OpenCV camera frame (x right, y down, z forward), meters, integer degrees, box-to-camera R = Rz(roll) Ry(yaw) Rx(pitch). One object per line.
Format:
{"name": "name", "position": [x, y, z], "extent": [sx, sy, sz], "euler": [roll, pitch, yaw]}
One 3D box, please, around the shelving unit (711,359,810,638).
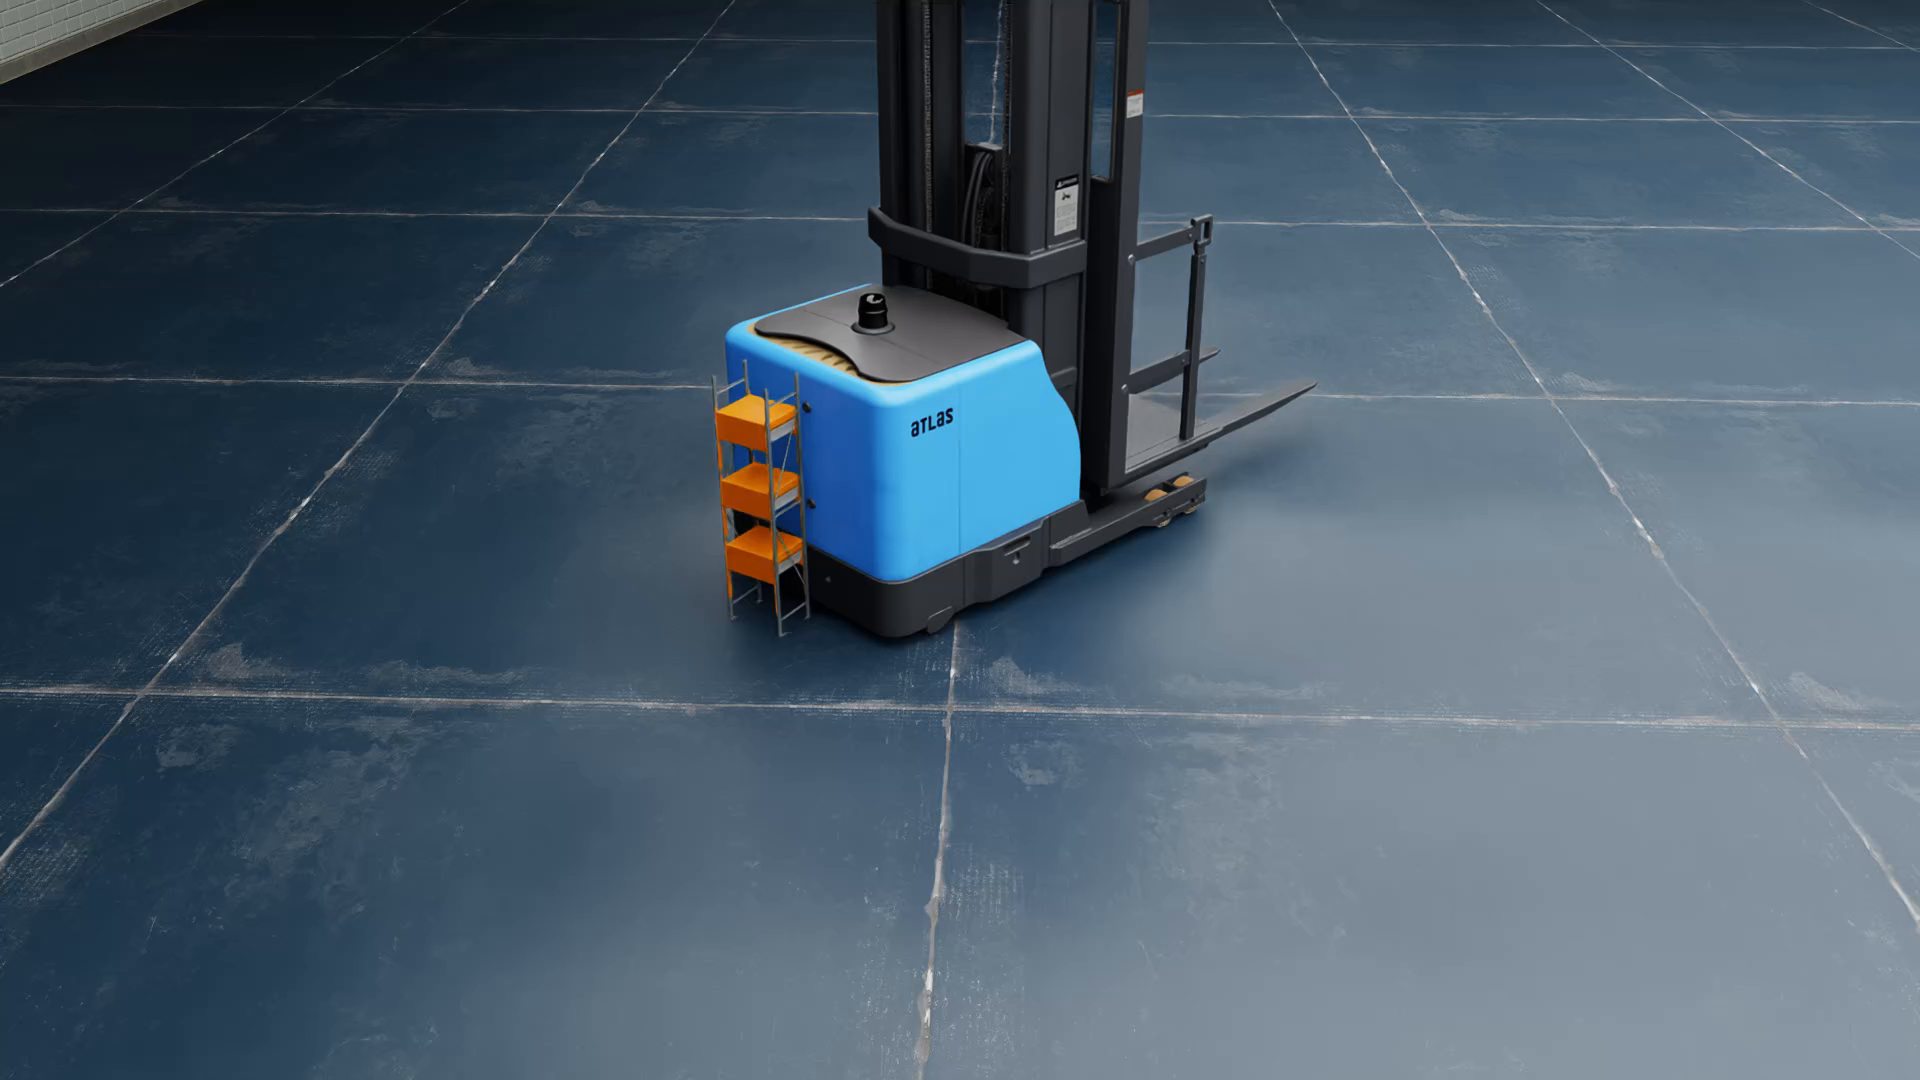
{"name": "shelving unit", "position": [-0.760, -0.149, 6.411], "extent": [0.252, 1.050, 0.215], "euler": [17, 32, 28]}

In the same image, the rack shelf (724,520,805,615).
{"name": "rack shelf", "position": [-0.760, 0.105, 6.546], "extent": [0.240, 0.259, 0.215], "euler": [17, 32, 28]}

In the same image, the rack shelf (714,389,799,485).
{"name": "rack shelf", "position": [-0.760, -0.391, 6.283], "extent": [0.240, 0.259, 0.215], "euler": [17, 32, 28]}

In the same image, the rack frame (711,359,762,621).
{"name": "rack frame", "position": [-0.863, -0.180, 6.469], "extent": [0.008, 1.050, 0.200], "euler": [17, 32, 28]}

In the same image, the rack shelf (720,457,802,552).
{"name": "rack shelf", "position": [-0.760, -0.140, 6.416], "extent": [0.240, 0.259, 0.215], "euler": [17, 32, 28]}

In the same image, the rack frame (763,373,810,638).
{"name": "rack frame", "position": [-0.657, -0.119, 6.353], "extent": [0.008, 1.050, 0.200], "euler": [17, 32, 28]}

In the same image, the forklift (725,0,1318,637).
{"name": "forklift", "position": [0.464, -1.506, 6.962], "extent": [3.031, 2.935, 1.130], "euler": [-24, 36, -38]}
